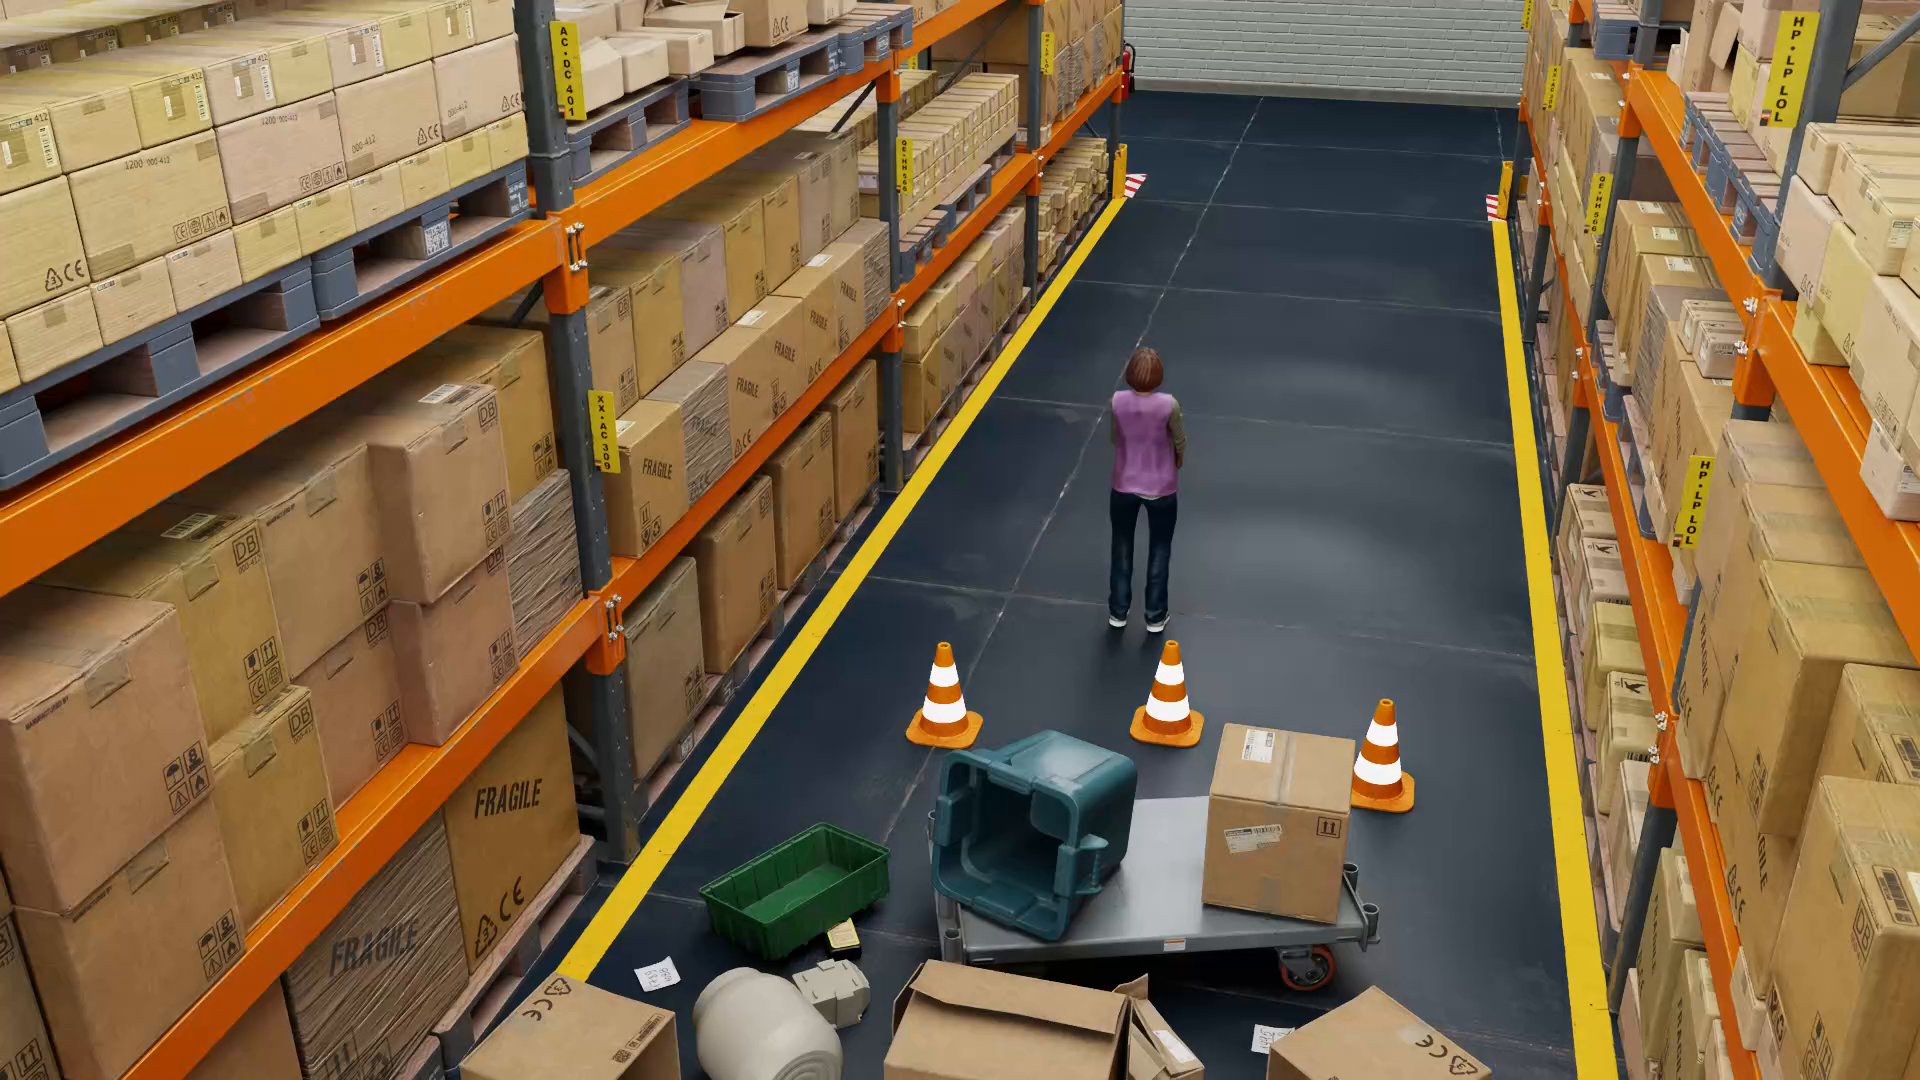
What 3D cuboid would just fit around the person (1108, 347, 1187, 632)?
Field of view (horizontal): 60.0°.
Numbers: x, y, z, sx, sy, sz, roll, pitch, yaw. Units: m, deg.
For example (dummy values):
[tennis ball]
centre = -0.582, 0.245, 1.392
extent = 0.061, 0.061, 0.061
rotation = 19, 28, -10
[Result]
[person]
centre = 0.978, -0.298, 8.749
extent = 0.405, 1.589, 0.492
rotation = 7, 26, 14
